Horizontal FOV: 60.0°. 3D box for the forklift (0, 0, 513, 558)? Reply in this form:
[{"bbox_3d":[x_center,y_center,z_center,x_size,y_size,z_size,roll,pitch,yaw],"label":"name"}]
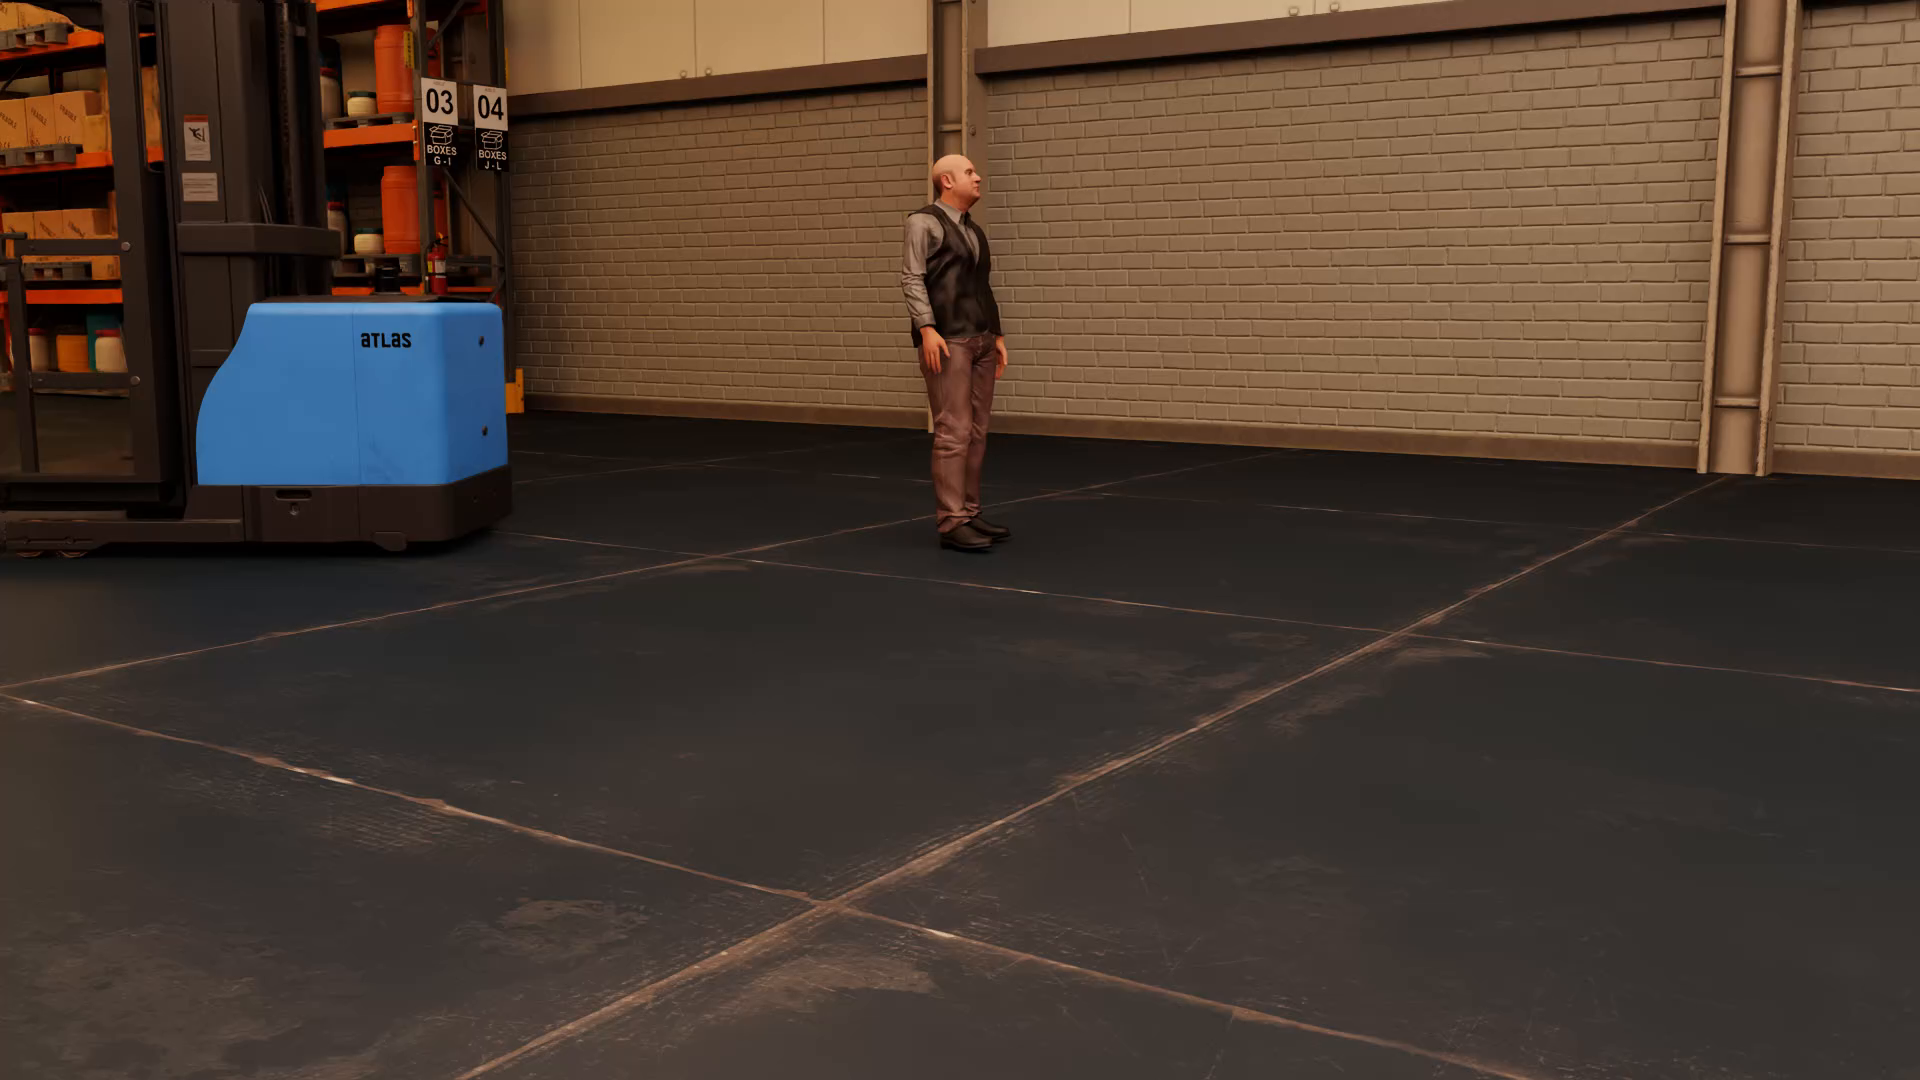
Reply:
[{"bbox_3d":[-3.667,-1.449,7.381,3.031,2.935,1.130,0,8,1],"label":"forklift"}]

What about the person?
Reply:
[{"bbox_3d":[0.047,-0.854,7.440,0.568,1.720,0.632,5,10,34],"label":"person"}]
